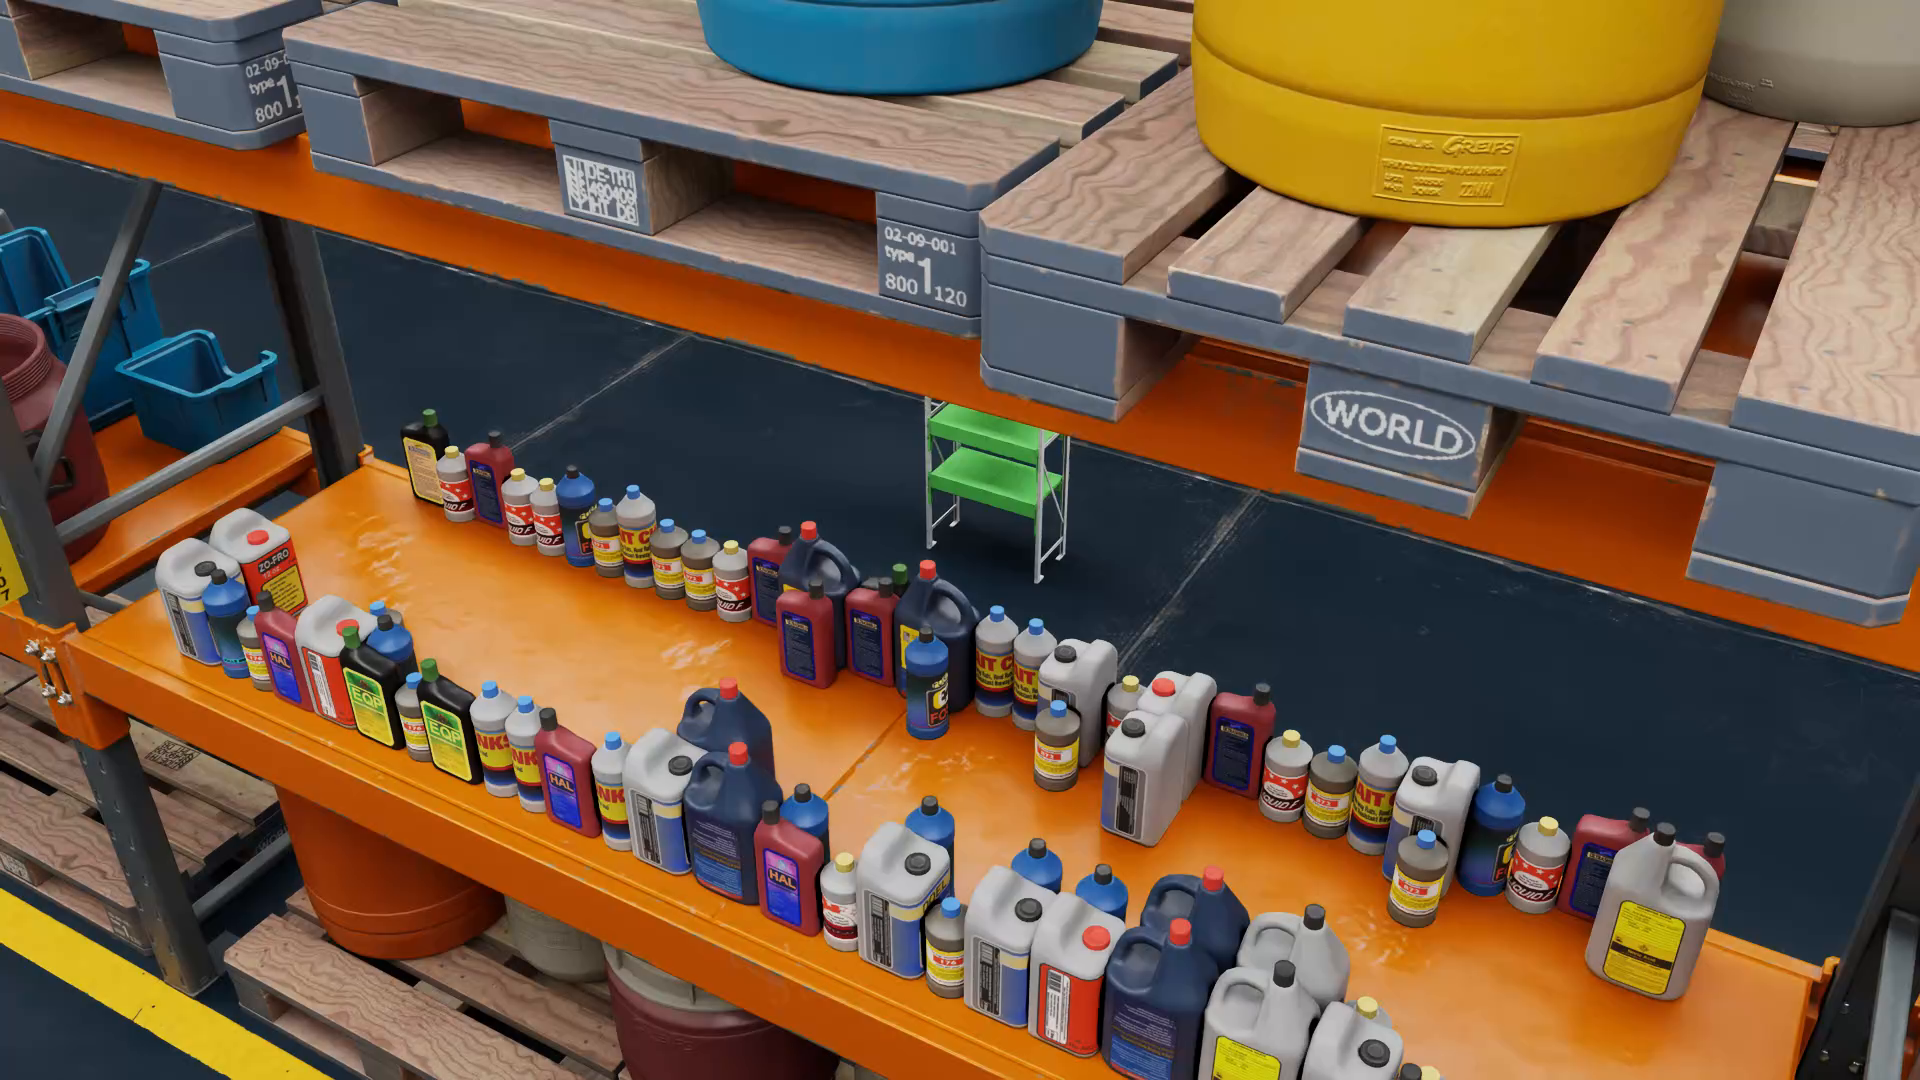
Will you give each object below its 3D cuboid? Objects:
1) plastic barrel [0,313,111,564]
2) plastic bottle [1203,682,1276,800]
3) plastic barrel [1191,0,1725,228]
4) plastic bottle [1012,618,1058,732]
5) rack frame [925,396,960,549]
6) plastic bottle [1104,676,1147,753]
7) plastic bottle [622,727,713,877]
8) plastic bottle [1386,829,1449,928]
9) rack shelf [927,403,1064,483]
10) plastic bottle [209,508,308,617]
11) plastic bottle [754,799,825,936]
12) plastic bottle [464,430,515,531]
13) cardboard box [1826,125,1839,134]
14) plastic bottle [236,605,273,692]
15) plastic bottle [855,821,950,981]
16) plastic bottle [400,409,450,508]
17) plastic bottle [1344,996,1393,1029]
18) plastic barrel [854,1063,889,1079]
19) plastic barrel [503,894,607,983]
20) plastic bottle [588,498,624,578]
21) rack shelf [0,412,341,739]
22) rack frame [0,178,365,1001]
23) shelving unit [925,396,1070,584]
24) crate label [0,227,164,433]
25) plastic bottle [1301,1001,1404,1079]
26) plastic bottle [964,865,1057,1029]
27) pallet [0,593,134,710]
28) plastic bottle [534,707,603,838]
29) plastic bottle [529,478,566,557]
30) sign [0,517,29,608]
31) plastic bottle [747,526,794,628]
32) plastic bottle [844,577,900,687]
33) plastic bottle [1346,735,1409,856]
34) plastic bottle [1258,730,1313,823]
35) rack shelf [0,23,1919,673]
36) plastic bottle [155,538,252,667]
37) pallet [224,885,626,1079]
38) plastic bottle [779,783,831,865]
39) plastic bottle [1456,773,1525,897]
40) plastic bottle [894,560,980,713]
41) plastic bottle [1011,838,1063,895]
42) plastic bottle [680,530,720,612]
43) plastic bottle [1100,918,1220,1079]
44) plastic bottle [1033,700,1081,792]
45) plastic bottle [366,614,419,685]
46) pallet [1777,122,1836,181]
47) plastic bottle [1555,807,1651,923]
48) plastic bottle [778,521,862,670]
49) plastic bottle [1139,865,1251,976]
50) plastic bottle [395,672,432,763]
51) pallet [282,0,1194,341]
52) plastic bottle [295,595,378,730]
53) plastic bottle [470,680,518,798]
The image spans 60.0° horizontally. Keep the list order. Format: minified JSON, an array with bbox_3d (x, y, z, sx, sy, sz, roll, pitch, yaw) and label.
[{"bbox_3d":[-2.554,-0.224,4.258,0.708,0.536,0.600,18,37,24],"label":"plastic barrel"},{"bbox_3d":[0.594,0.412,3.530,0.133,0.283,0.061,18,37,24],"label":"plastic bottle"},{"bbox_3d":[0.579,-0.741,1.901,0.600,0.588,0.600,0,34,0],"label":"plastic barrel"},{"bbox_3d":[0.167,0.294,3.719,0.097,0.271,0.097,0,34,0],"label":"plastic bottle"},{"bbox_3d":[-0.068,-0.521,6.450,0.015,1.200,0.240,18,37,24],"label":"rack frame"},{"bbox_3d":[0.368,0.387,3.642,0.097,0.201,0.097,0,34,0],"label":"plastic bottle"},{"bbox_3d":[-0.581,0.522,3.372,0.135,0.276,0.152,18,37,24],"label":"plastic bottle"},{"bbox_3d":[0.896,0.651,3.245,0.097,0.201,0.097,0,34,0],"label":"plastic bottle"},{"bbox_3d":[0.144,-0.401,6.384,0.480,0.148,0.258,18,37,24],"label":"rack shelf"},{"bbox_3d":[-1.710,0.067,4.055,0.135,0.276,0.152,18,37,24],"label":"plastic bottle"},{"bbox_3d":[-0.327,0.628,3.205,0.133,0.283,0.061,18,37,24],"label":"plastic bottle"},{"bbox_3d":[-1.237,-0.168,4.401,0.133,0.283,0.061,18,37,24],"label":"plastic bottle"},{"bbox_3d":[3.633,-1.923,6.462,0.500,0.500,0.700,6,34,9],"label":"cardboard box"},{"bbox_3d":[-1.614,0.243,3.857,0.097,0.201,0.097,0,34,0],"label":"plastic bottle"},{"bbox_3d":[-0.104,0.673,3.145,0.135,0.276,0.152,18,37,24],"label":"plastic bottle"},{"bbox_3d":[-1.438,-0.231,4.496,0.133,0.283,0.061,18,37,24],"label":"plastic bottle"},{"bbox_3d":[0.698,0.879,2.904,0.097,0.201,0.097,0,34,0],"label":"plastic bottle"},{"bbox_3d":[-0.052,1.224,4.071,0.421,0.512,0.421,0,34,0],"label":"plastic barrel"},{"bbox_3d":[-1.033,0.914,4.537,0.421,0.512,0.421,0,34,0],"label":"plastic barrel"},{"bbox_3d":[-0.893,-0.013,4.242,0.097,0.201,0.097,0,34,0],"label":"plastic bottle"},{"bbox_3d":[-3.737,-0.436,5.348,4.000,0.370,1.077,18,37,24],"label":"rack shelf"},{"bbox_3d":[-2.001,-0.186,4.323,0.127,3.000,1.000,18,37,24],"label":"rack frame"},{"bbox_3d":[0.144,-0.454,6.349,0.503,1.200,0.258,18,37,24],"label":"shelving unit"},{"bbox_3d":[-2.729,-0.604,4.919,0.616,0.435,0.502,18,37,24],"label":"crate label"},{"bbox_3d":[0.652,0.913,2.785,0.135,0.276,0.152,18,37,24],"label":"plastic bottle"},{"bbox_3d":[0.098,0.737,3.049,0.135,0.276,0.152,18,37,24],"label":"plastic bottle"},{"bbox_3d":[-3.709,0.407,5.948,1.213,0.211,1.003,18,37,24],"label":"pallet"},{"bbox_3d":[-0.805,0.477,3.432,0.133,0.283,0.061,18,37,24],"label":"plastic bottle"},{"bbox_3d":[-1.062,-0.066,4.323,0.097,0.201,0.097,0,34,0],"label":"plastic bottle"},{"bbox_3d":[-2.267,0.013,3.877,0.005,0.325,0.100,18,37,24],"label":"sign"},{"bbox_3d":[-0.445,0.083,4.024,0.133,0.283,0.061,18,37,24],"label":"plastic bottle"},{"bbox_3d":[-0.199,0.200,3.849,0.133,0.283,0.061,18,37,24],"label":"plastic bottle"},{"bbox_3d":[0.855,0.512,3.392,0.097,0.271,0.097,0,34,0],"label":"plastic bottle"},{"bbox_3d":[0.686,0.487,3.491,0.097,0.201,0.097,0,34,0],"label":"plastic bottle"},{"bbox_3d":[-0.264,-0.585,2.865,4.000,0.370,1.077,18,37,24],"label":"rack shelf"},{"bbox_3d":[-1.785,0.140,3.945,0.135,0.276,0.152,18,37,24],"label":"plastic bottle"},{"bbox_3d":[-1.295,1.172,4.800,1.213,0.211,1.003,18,37,24],"label":"pallet"},{"bbox_3d":[-0.303,0.590,3.273,0.097,0.271,0.097,0,34,0],"label":"plastic bottle"},{"bbox_3d":[1.056,0.575,3.296,0.097,0.271,0.097,0,34,0],"label":"plastic bottle"},{"bbox_3d":[-0.052,0.206,3.778,0.185,0.351,0.144,18,37,24],"label":"plastic bottle"},{"bbox_3d":[0.144,0.674,3.148,0.097,0.271,0.097,0,34,0],"label":"plastic bottle"},{"bbox_3d":[-0.639,0.068,4.122,0.097,0.201,0.097,0,34,0],"label":"plastic bottle"},{"bbox_3d":[0.351,0.789,2.904,0.185,0.351,0.144,18,37,24],"label":"plastic bottle"},{"bbox_3d":[0.208,0.433,3.573,0.097,0.201,0.097,0,34,0],"label":"plastic bottle"},{"bbox_3d":[-1.266,0.285,3.731,0.097,0.271,0.097,0,34,0],"label":"plastic bottle"},{"bbox_3d":[3.294,-1.661,6.711,1.213,0.211,1.003,18,37,24],"label":"pallet"},{"bbox_3d":[1.250,0.620,3.218,0.133,0.283,0.061,18,37,24],"label":"plastic bottle"},{"bbox_3d":[-0.328,0.119,3.910,0.185,0.351,0.144,18,37,24],"label":"plastic bottle"},{"bbox_3d":[0.423,0.719,3.008,0.185,0.351,0.144,18,37,24],"label":"plastic bottle"},{"bbox_3d":[-1.181,0.380,3.652,0.097,0.201,0.097,0,34,0],"label":"plastic bottle"},{"bbox_3d":[-0.243,-0.735,2.611,1.213,0.211,1.003,18,37,24],"label":"pallet"},{"bbox_3d":[-1.384,0.268,3.754,0.135,0.276,0.152,18,37,24],"label":"plastic bottle"},{"bbox_3d":[-0.980,0.415,3.537,0.097,0.271,0.097,0,34,0],"label":"plastic bottle"}]
